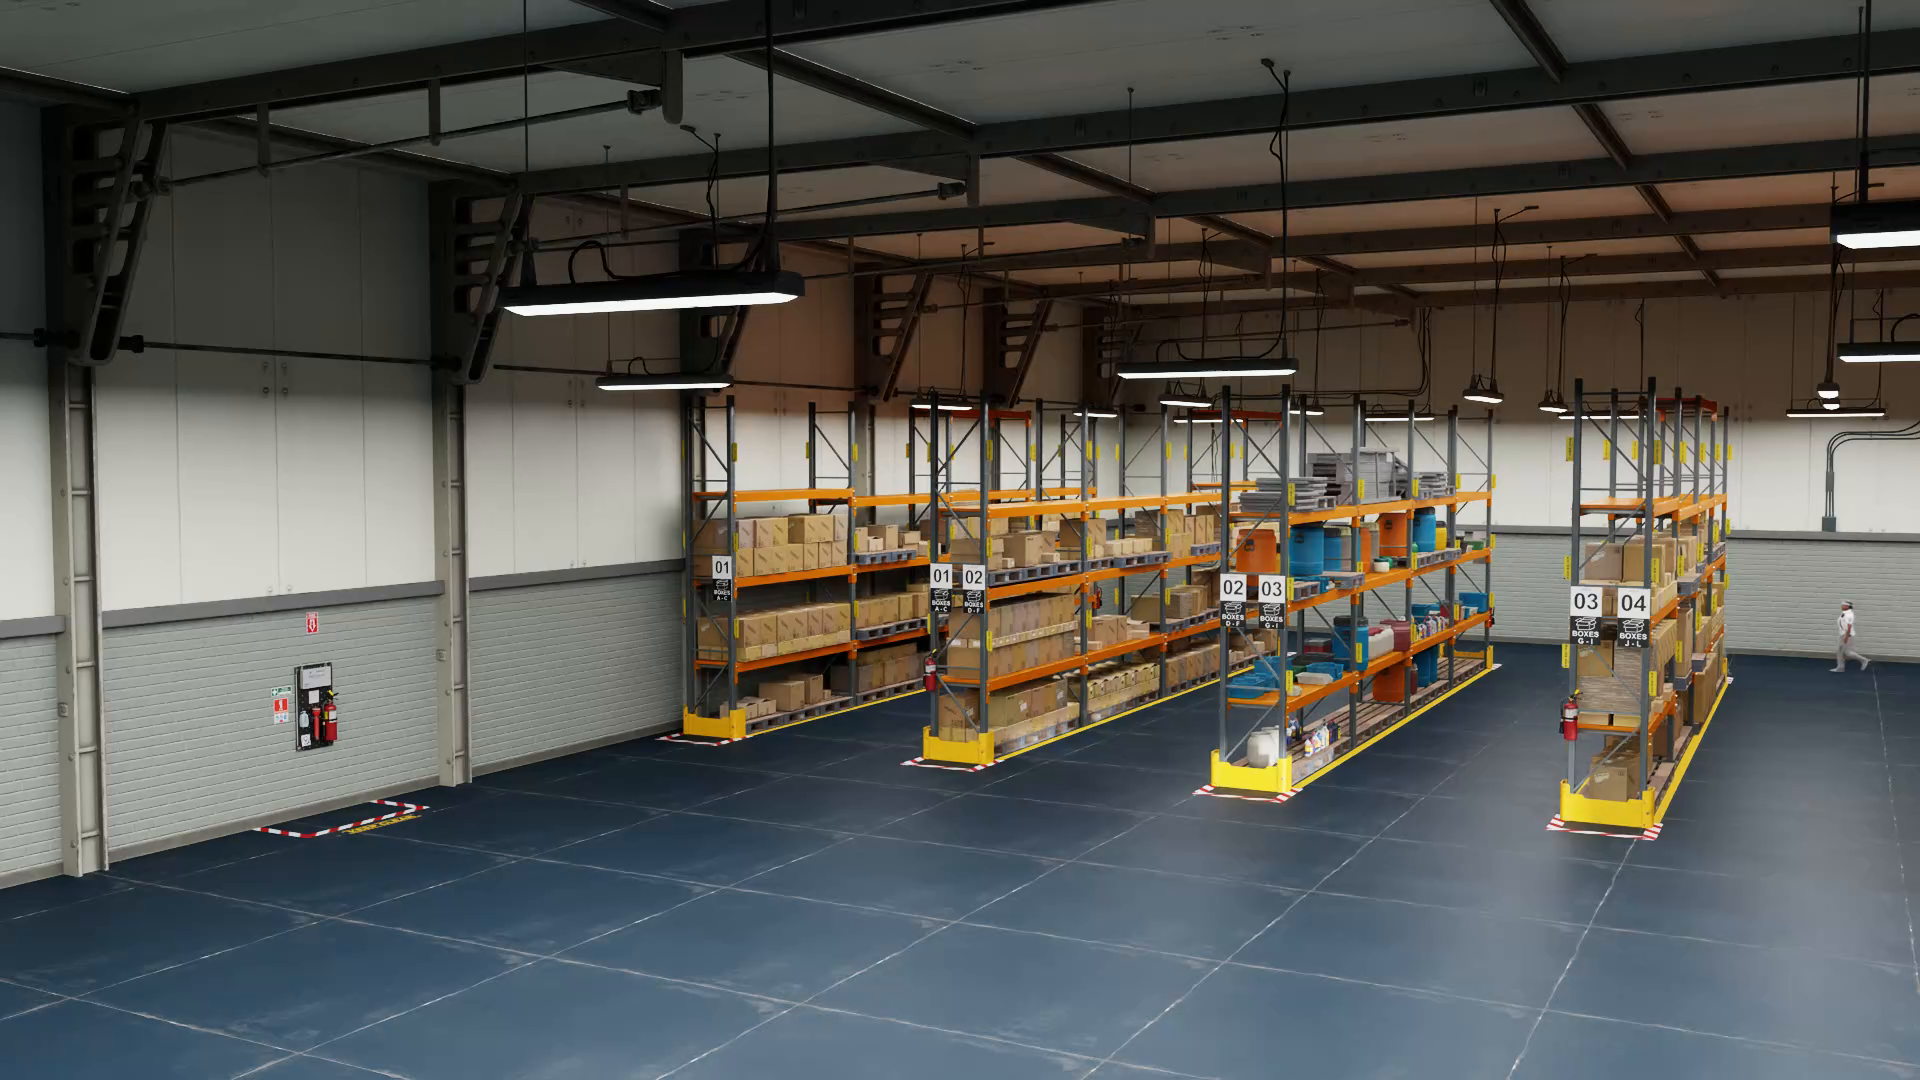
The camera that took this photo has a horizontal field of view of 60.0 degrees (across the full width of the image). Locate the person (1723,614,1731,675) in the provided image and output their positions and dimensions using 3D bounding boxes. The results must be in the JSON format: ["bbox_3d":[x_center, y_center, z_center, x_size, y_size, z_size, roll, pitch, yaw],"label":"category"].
[{"bbox_3d":[17.171,2.136,37.790,0.687,1.780,0.490,2,3,27],"label":"person"}]

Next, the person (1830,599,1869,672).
[{"bbox_3d":[20.162,2.179,37.678,0.730,1.670,0.468,1,3,14],"label":"person"}]
